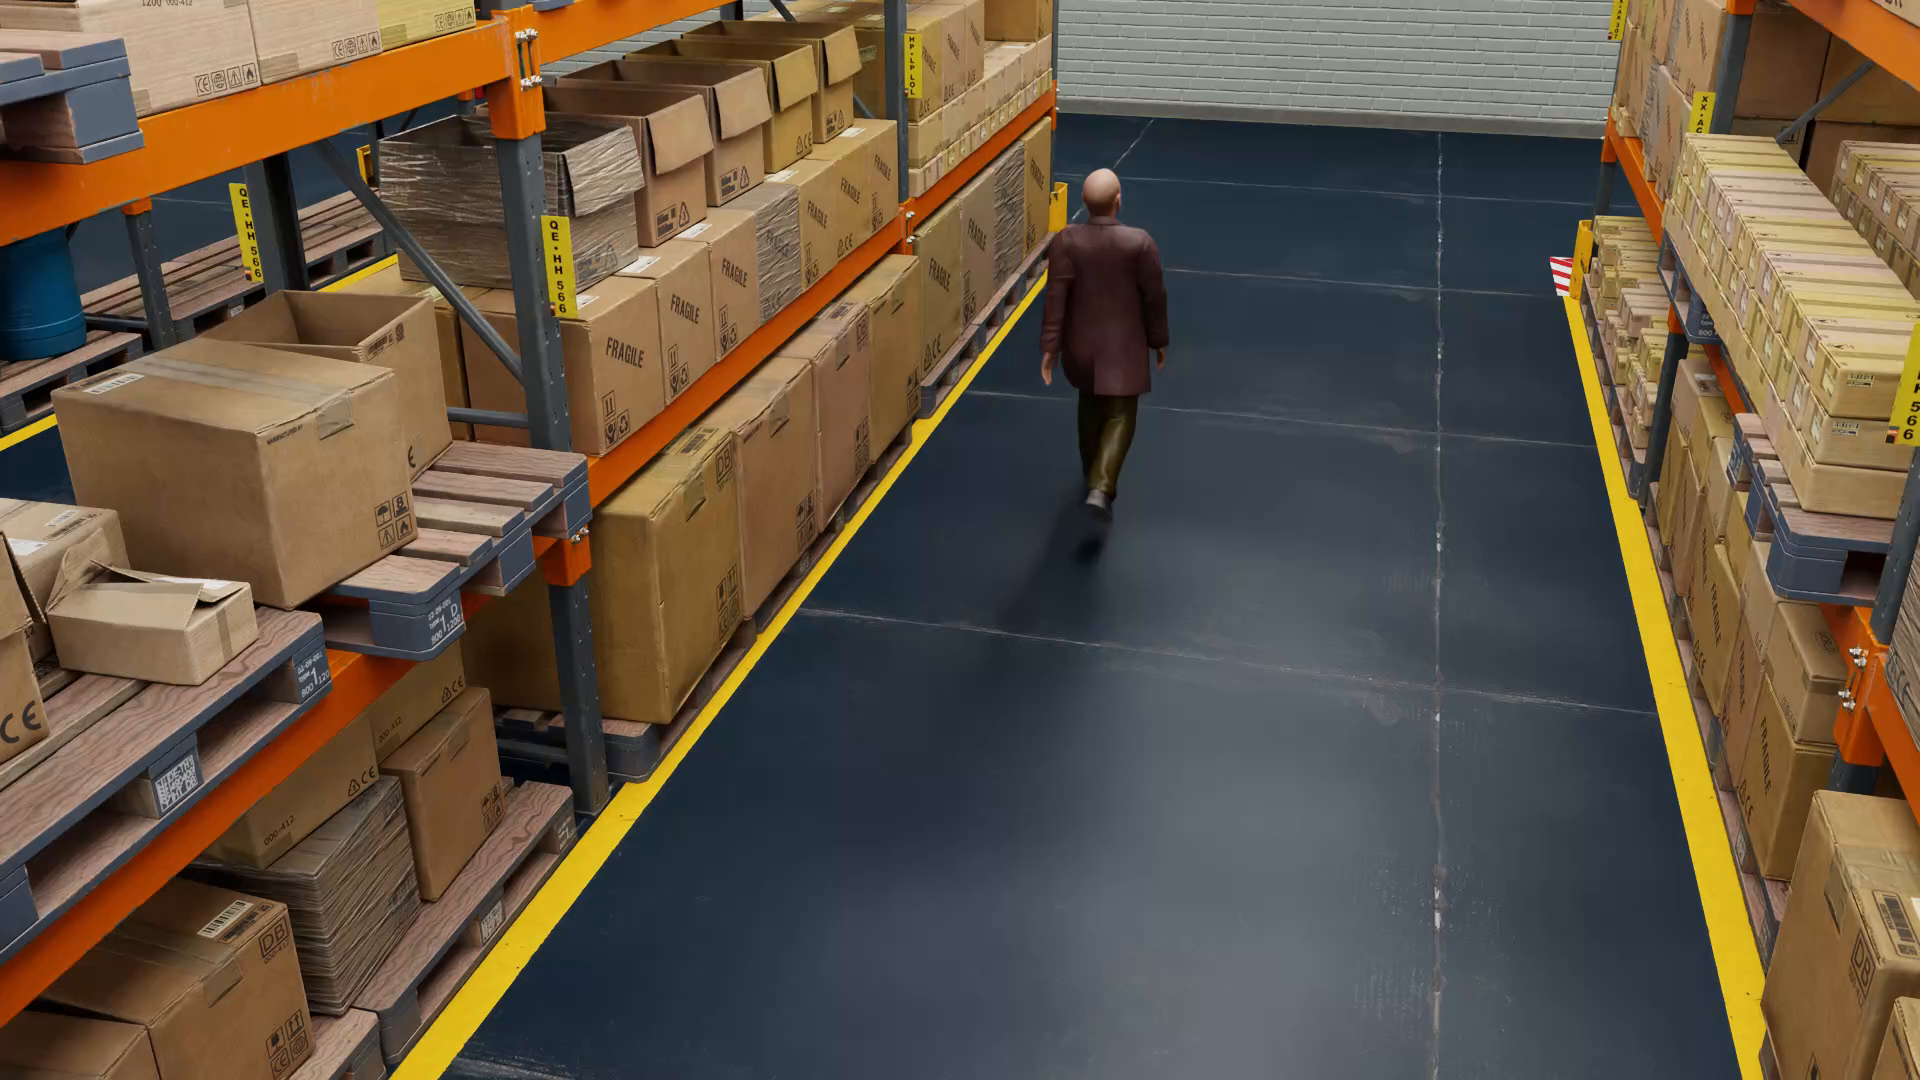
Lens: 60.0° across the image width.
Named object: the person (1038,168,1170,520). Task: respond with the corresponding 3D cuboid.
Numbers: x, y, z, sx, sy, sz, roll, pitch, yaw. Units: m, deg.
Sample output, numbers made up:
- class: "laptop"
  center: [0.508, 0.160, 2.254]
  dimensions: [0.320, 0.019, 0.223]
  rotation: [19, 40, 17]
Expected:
- class: "person"
  center: [0.711, -0.968, 8.205]
  dimensions: [0.613, 1.731, 1.072]
  rotation: [8, 26, 17]
